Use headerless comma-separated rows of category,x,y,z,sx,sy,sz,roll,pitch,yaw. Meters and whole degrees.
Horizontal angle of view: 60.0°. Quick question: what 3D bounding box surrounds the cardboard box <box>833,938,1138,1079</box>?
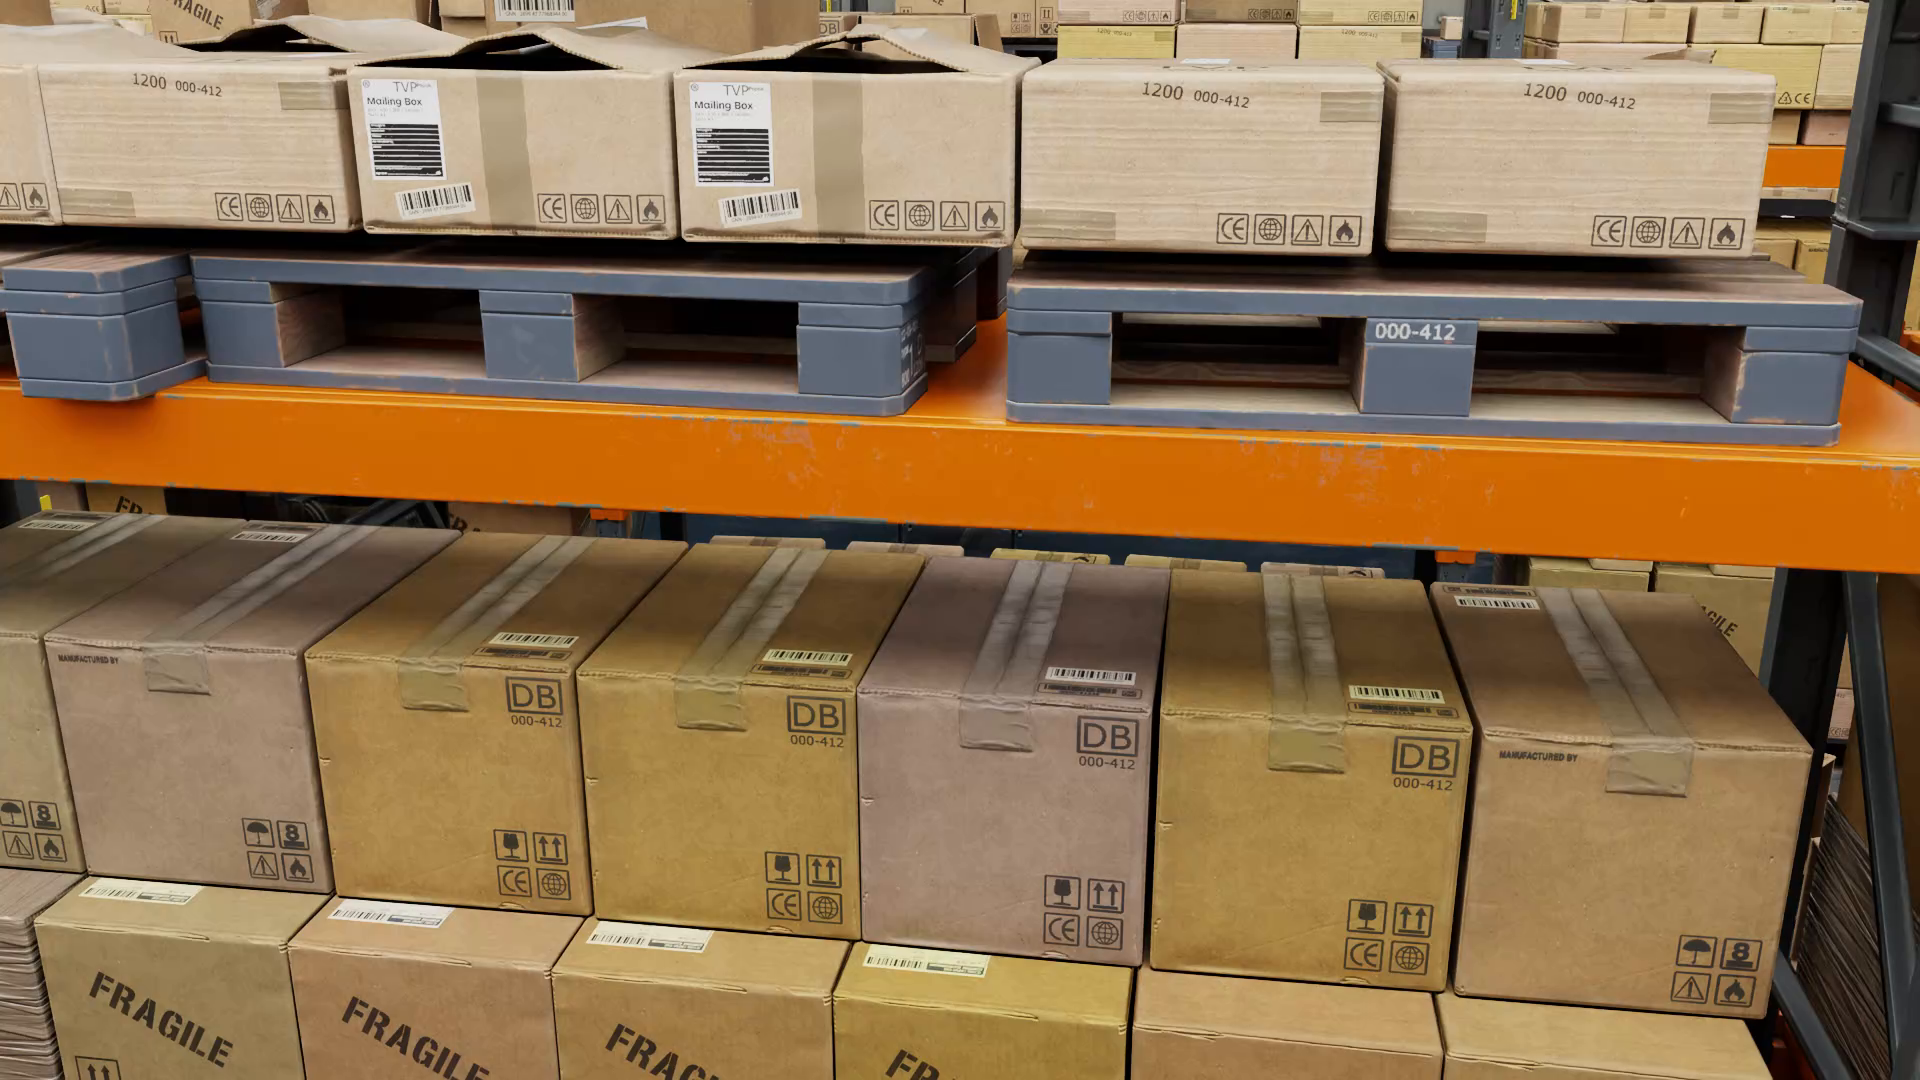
cardboard box,0.070,0.943,3.100,0.500,0.500,0.500,3,19,9

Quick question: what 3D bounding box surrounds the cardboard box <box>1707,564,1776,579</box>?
cardboard box,3.473,0.034,7.441,0.250,0.149,0.380,4,19,11

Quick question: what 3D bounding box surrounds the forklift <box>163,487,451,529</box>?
forklift,-1.889,0.092,5.910,3.031,2.935,1.130,4,19,11

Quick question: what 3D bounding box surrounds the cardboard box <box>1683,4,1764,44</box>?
cardboard box,3.091,-2.115,6.810,0.250,0.149,0.380,2,19,7

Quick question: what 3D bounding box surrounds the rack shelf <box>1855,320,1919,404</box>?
rack shelf,3.601,0.003,2.473,4.000,0.370,1.077,3,19,9

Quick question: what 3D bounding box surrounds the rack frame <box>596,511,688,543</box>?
rack frame,-1.638,-0.773,8.387,0.127,3.000,1.000,3,19,9

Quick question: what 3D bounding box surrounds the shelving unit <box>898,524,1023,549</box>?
shelving unit,0.007,-0.711,10.564,0.755,1.500,0.431,3,19,9

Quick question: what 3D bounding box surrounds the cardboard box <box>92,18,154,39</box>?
cardboard box,-3.839,-2.331,7.865,0.258,0.266,0.396,4,19,13

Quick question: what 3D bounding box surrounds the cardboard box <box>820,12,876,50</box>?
cardboard box,-0.704,-2.193,7.744,0.500,0.500,0.700,3,19,9

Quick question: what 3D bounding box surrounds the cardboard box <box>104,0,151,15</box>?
cardboard box,-6.342,-4.260,13.061,0.500,0.250,0.500,3,19,10

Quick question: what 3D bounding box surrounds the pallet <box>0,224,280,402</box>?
pallet,-1.679,-0.535,3.244,1.003,0.211,1.213,4,19,11

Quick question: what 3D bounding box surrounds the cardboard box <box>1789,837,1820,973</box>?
cardboard box,3.200,1.409,5.585,0.503,0.637,0.797,3,19,9

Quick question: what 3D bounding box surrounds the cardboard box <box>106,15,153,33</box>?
cardboard box,-6.339,-4.021,13.132,0.500,0.250,0.500,3,19,10

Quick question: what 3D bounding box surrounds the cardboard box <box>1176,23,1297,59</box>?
cardboard box,1.213,-2.134,7.300,0.500,0.250,0.500,3,19,9

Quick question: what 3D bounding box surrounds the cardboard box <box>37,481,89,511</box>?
cardboard box,-4.963,-0.160,9.241,0.875,0.875,0.875,4,19,10

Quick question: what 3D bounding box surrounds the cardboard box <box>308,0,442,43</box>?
cardboard box,-2.646,-2.433,7.800,0.500,0.500,0.700,2,19,6

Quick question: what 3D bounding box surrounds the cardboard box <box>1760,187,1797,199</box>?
cardboard box,5.637,-2.396,11.587,0.250,0.149,0.380,3,19,10

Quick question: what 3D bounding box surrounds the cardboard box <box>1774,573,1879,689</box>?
cardboard box,3.893,0.341,7.546,0.500,0.500,0.500,4,19,12

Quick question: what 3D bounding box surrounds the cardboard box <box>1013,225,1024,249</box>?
cardboard box,0.553,-2.338,12.513,0.500,0.250,0.500,2,19,7

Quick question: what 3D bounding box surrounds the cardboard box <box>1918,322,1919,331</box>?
cardboard box,4.233,-1.081,7.103,0.500,0.500,0.700,3,19,8

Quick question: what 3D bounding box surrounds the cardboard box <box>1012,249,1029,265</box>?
cardboard box,0.404,-1.150,8.224,0.500,0.500,0.500,2,19,6

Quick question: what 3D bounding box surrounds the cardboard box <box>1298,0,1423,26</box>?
cardboard box,1.719,-2.349,7.156,0.500,0.250,0.500,3,19,10

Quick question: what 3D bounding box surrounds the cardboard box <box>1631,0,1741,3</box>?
cardboard box,5.002,-3.714,11.467,0.637,0.503,0.797,4,19,10

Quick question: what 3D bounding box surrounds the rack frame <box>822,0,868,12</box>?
rack frame,-0.854,-5.174,12.084,0.127,3.000,1.000,3,19,9

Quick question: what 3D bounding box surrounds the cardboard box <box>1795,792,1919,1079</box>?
cardboard box,1.992,0.927,3.068,0.550,0.550,0.875,3,19,9

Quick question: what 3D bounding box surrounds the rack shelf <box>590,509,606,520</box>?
rack shelf,-3.613,-0.533,8.802,4.000,0.370,1.077,3,19,9

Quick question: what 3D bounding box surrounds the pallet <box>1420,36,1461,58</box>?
pallet,3.941,-3.473,11.868,1.213,0.211,1.003,3,19,9

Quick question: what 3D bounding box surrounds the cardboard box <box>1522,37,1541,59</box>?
cardboard box,2.792,-2.127,7.472,0.500,0.250,0.500,3,19,8

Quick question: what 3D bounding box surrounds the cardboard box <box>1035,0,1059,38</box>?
cardboard box,0.827,-3.881,11.971,0.500,0.500,0.500,3,19,10

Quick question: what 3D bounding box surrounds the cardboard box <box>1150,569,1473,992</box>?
cardboard box,0.627,0.414,3.106,0.500,0.500,0.700,3,19,8

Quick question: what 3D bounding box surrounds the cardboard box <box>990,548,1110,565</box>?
cardboard box,0.396,0.380,8.421,0.625,0.372,0.950,4,19,10

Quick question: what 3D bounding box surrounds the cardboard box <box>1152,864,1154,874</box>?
cardboard box,0.651,0.800,3.526,0.500,0.500,0.500,3,19,9

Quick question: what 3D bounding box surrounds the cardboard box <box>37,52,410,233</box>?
cardboard box,-1.149,-0.685,2.813,0.500,0.250,0.500,3,19,10

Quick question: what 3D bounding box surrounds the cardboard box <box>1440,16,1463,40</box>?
cardboard box,3.490,-3.560,11.564,0.250,0.149,0.380,3,19,10

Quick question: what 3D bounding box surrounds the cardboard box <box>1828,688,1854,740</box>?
cardboard box,3.904,0.696,7.667,0.500,0.250,0.500,3,19,8

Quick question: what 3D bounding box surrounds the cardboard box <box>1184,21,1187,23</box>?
cardboard box,1.297,-2.303,7.806,0.500,0.250,0.500,3,19,8

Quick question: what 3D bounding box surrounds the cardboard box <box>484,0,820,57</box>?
cardboard box,-0.563,-0.934,3.164,0.500,0.500,0.500,3,19,9

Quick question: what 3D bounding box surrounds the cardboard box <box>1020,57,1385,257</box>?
cardboard box,0.372,-0.607,2.581,0.500,0.250,0.500,3,19,8

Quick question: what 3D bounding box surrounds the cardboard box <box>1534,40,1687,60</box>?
cardboard box,2.702,-1.957,6.964,0.500,0.250,0.500,3,19,7

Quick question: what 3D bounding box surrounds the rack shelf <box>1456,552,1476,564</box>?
rack shelf,4.286,-0.130,7.599,4.000,0.370,1.077,3,19,9

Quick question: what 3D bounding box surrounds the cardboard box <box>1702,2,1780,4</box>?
cardboard box,3.447,-2.304,7.374,0.250,0.149,0.380,3,19,10

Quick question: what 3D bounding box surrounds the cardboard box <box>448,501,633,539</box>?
cardboard box,-2.307,-0.026,8.840,0.875,0.875,0.875,3,19,8

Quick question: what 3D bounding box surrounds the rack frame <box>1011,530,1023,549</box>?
rack frame,0.368,-0.692,10.509,0.023,1.500,0.400,3,19,9

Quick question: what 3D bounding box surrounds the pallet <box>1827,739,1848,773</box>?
pallet,4.188,0.834,7.979,1.213,0.211,1.003,3,19,9

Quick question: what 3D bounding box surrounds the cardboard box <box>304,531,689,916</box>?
cardboard box,-0.875,0.337,3.336,0.500,0.500,0.700,3,19,8

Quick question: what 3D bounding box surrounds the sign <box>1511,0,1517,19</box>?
sign,2.227,-2.253,6.645,0.005,0.325,0.100,3,19,9

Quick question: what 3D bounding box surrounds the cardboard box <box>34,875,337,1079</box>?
cardboard box,-1.421,0.867,3.327,0.500,0.500,0.500,3,19,8

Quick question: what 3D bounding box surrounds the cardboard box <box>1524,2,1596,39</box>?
cardboard box,2.659,-2.306,7.380,0.250,0.149,0.380,3,19,10
